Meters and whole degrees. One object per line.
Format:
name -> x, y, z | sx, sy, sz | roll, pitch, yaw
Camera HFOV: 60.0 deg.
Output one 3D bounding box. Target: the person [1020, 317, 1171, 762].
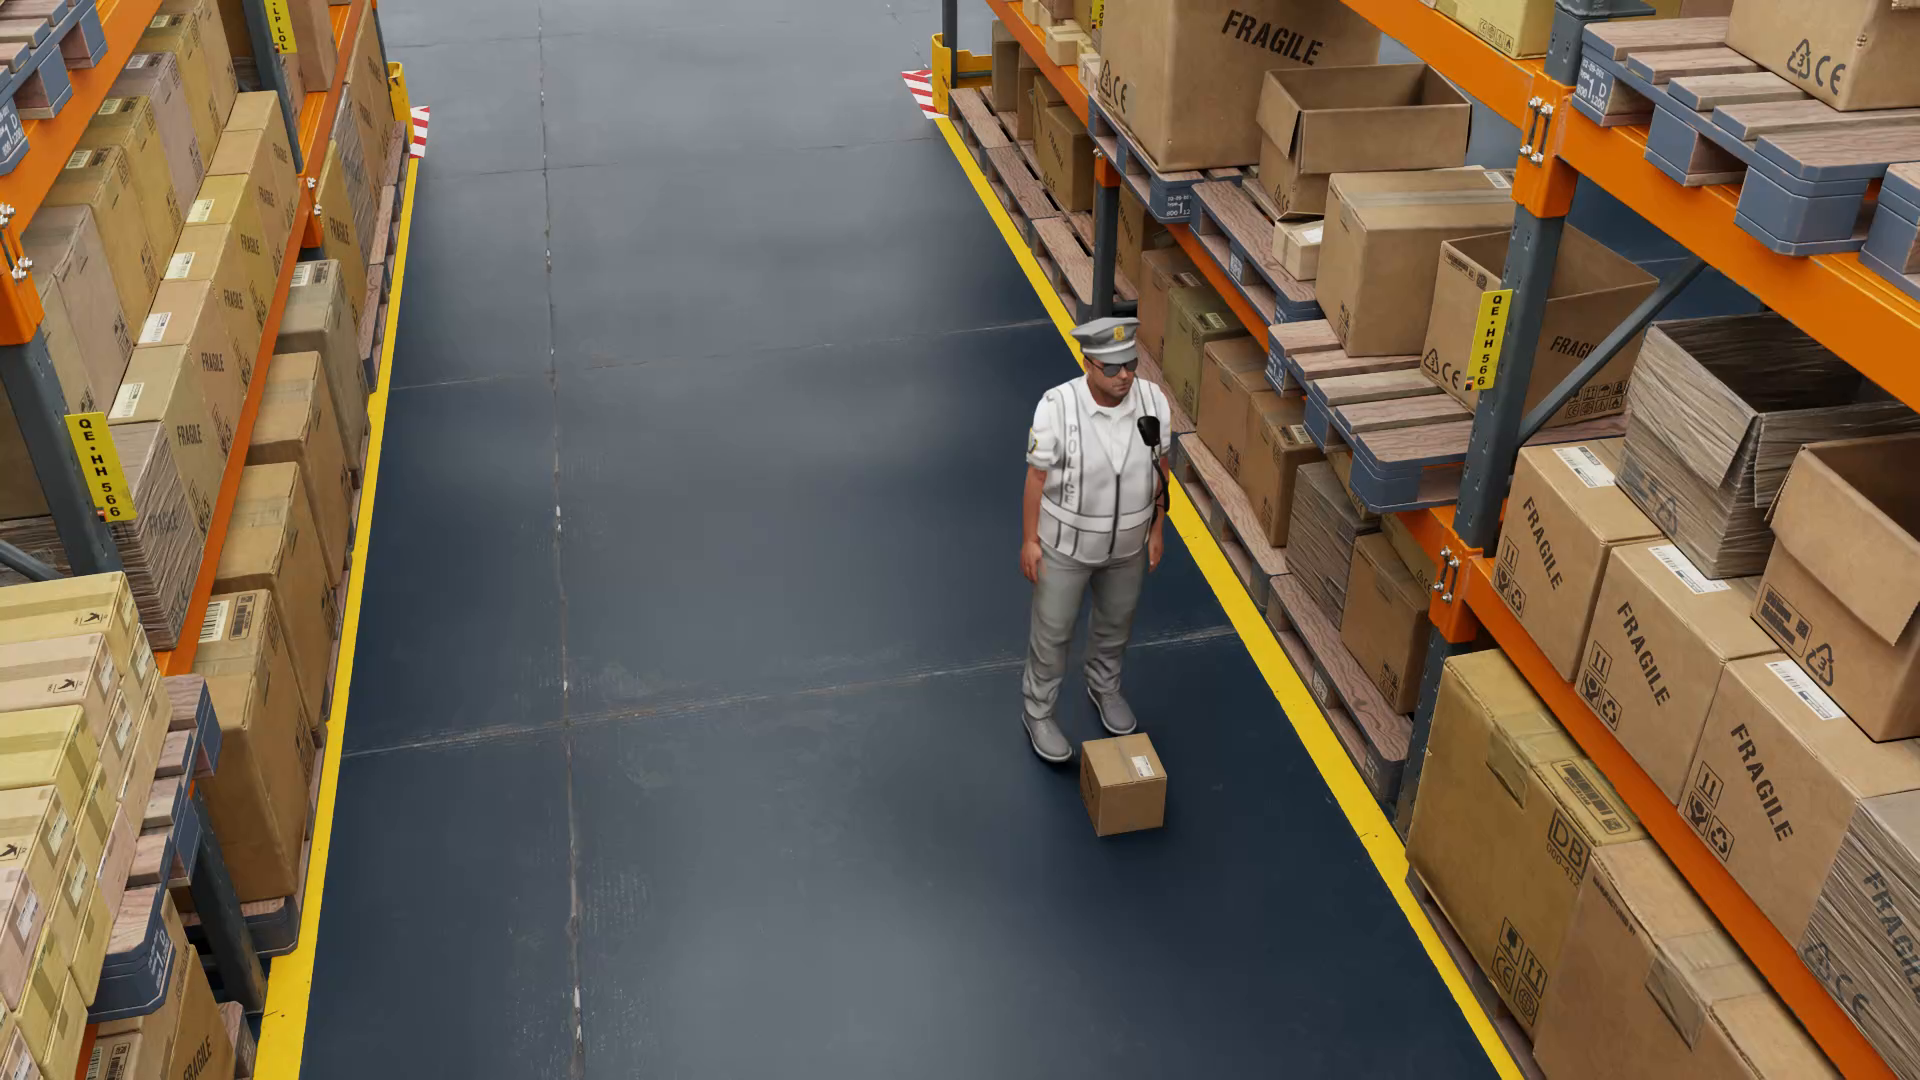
person -> 0.510, -0.015, 6.098 | 0.562, 1.774, 0.449 | -10, 35, -14
